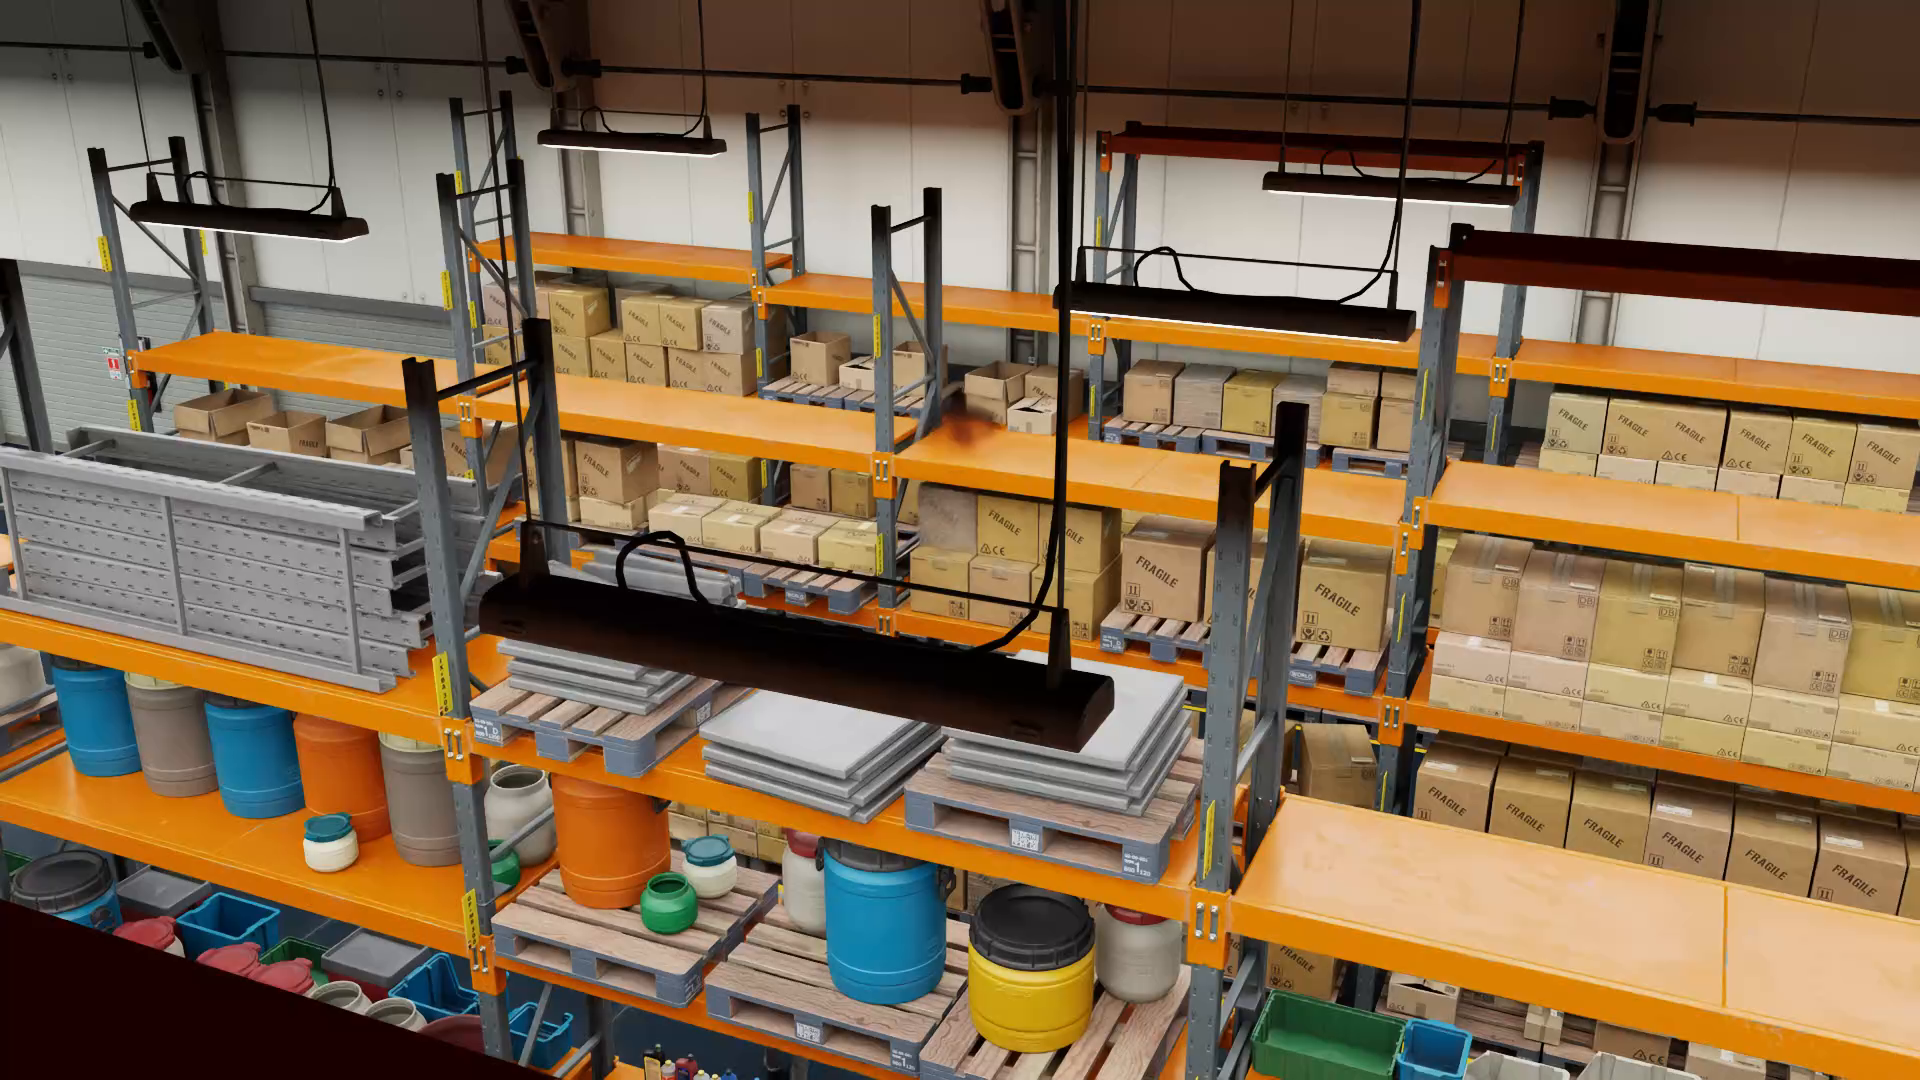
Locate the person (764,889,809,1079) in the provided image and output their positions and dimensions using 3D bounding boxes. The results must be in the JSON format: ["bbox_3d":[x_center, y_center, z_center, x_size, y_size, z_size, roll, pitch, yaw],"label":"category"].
[{"bbox_3d":[-1.231,3.164,11.908,0.489,1.714,0.608,-2,21,-5],"label":"person"}]
